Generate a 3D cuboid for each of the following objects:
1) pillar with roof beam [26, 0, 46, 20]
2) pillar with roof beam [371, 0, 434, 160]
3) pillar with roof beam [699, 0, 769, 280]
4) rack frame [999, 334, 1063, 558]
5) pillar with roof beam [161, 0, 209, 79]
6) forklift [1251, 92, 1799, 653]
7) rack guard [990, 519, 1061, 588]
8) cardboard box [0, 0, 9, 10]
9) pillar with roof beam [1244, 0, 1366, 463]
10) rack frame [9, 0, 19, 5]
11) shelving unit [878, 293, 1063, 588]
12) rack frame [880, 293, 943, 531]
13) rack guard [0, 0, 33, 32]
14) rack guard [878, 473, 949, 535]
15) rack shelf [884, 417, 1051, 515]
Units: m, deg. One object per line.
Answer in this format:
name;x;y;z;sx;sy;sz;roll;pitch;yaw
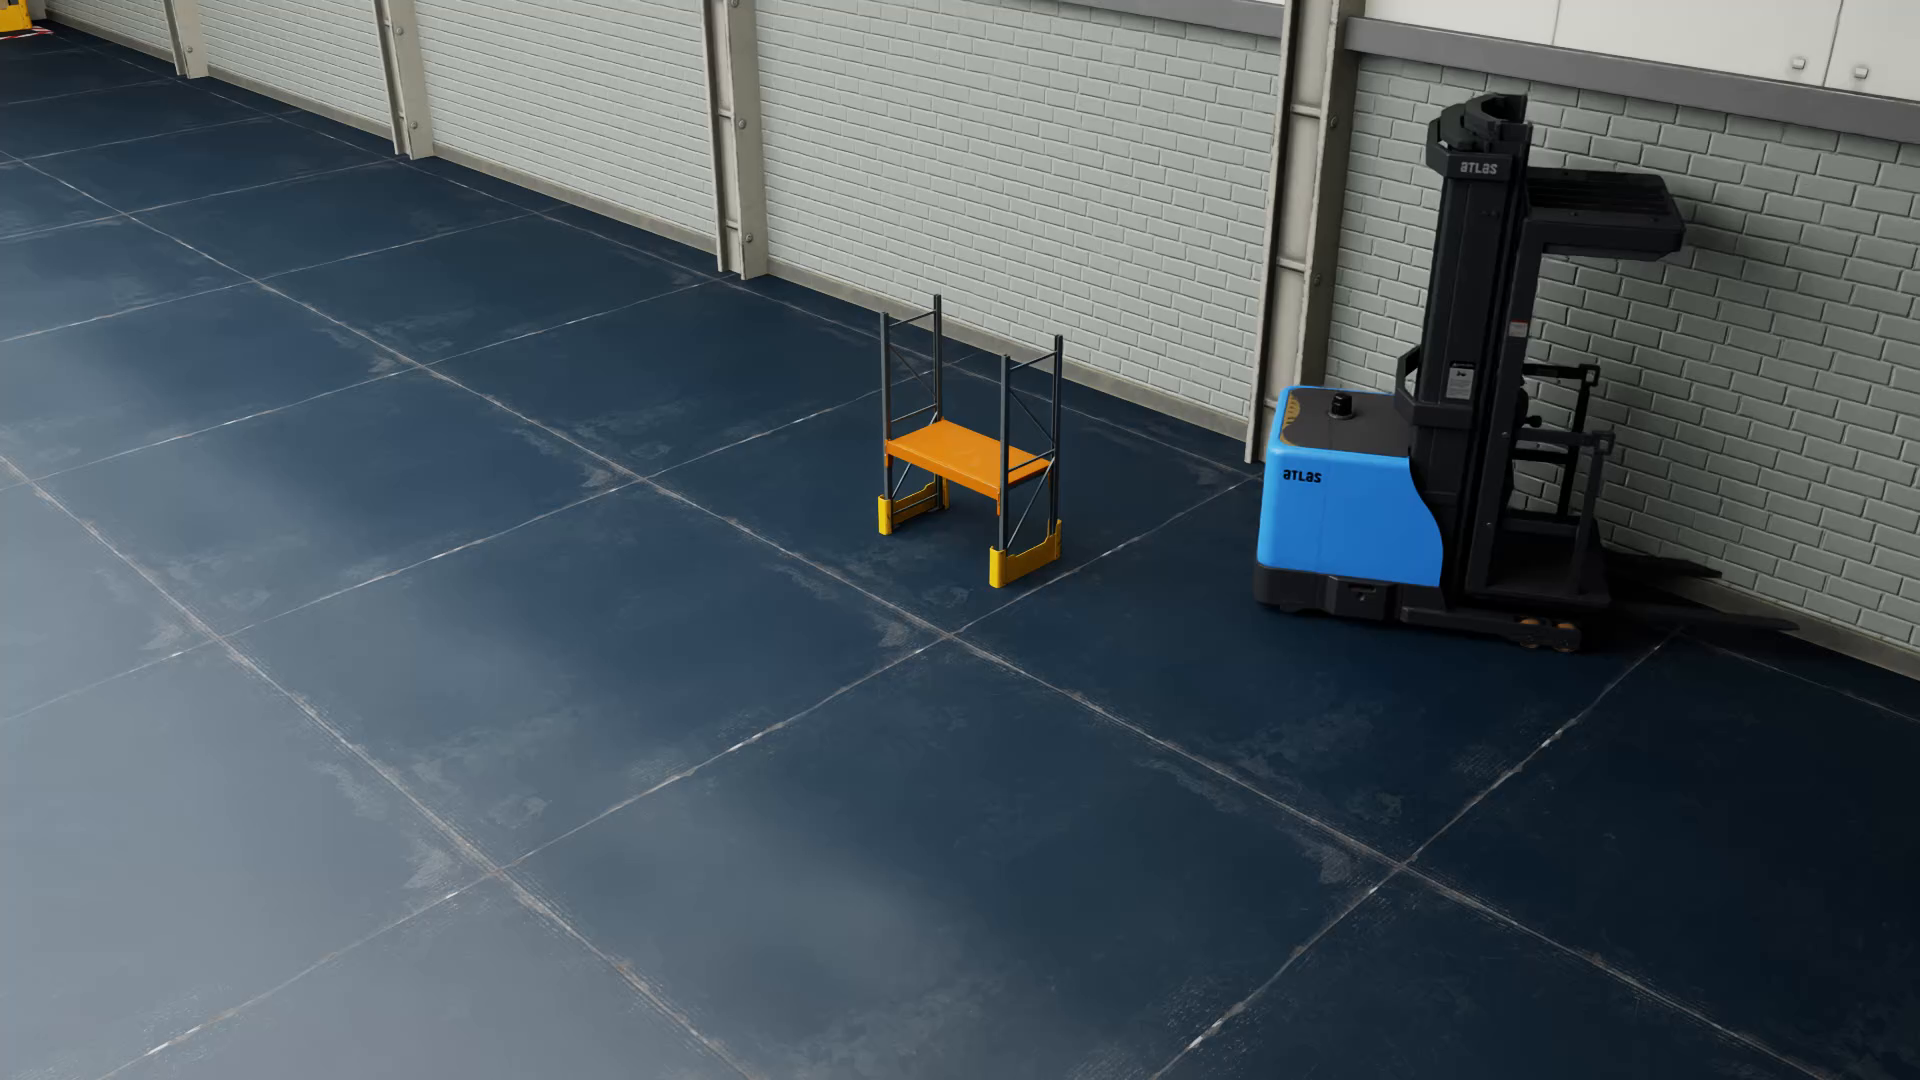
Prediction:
pillar with roof beam;-17.867;-10.932;21.865;0.400;9.000;9.100;25;36;38
pillar with roof beam;-9.310;-7.017;14.418;0.400;9.000;9.100;25;36;38
pillar with roof beam;-5.031;-5.059;10.695;0.400;9.000;9.100;25;36;38
rack frame;0.423;-0.470;10.026;0.032;1.500;0.500;25;36;38
pillar with roof beam;-13.588;-8.974;18.142;0.400;9.000;9.100;25;36;38
forklift;3.320;-0.928;9.358;3.031;2.935;1.130;7;29;13
rack guard;0.409;0.077;10.329;0.087;0.250;0.587;25;36;38
cardboard box;-15.197;-8.373;25.948;0.500;0.250;0.500;25;37;39
pillar with roof beam;-0.753;-3.101;6.972;0.400;9.000;9.100;25;36;38
rack frame;-14.984;-9.179;24.977;0.127;3.000;1.000;25;36;38
shelving unit;0.054;-0.639;10.347;1.083;1.500;0.587;25;36;38
rack frame;-0.302;-0.802;10.657;0.032;1.500;0.500;25;36;38
rack guard;-14.967;-8.065;25.544;0.348;0.500;1.175;25;36;38
rack guard;-0.301;-0.248;10.947;0.087;0.250;0.587;25;36;38
rack shelf;0.061;-0.477;10.425;1.000;0.185;0.538;25;36;38
